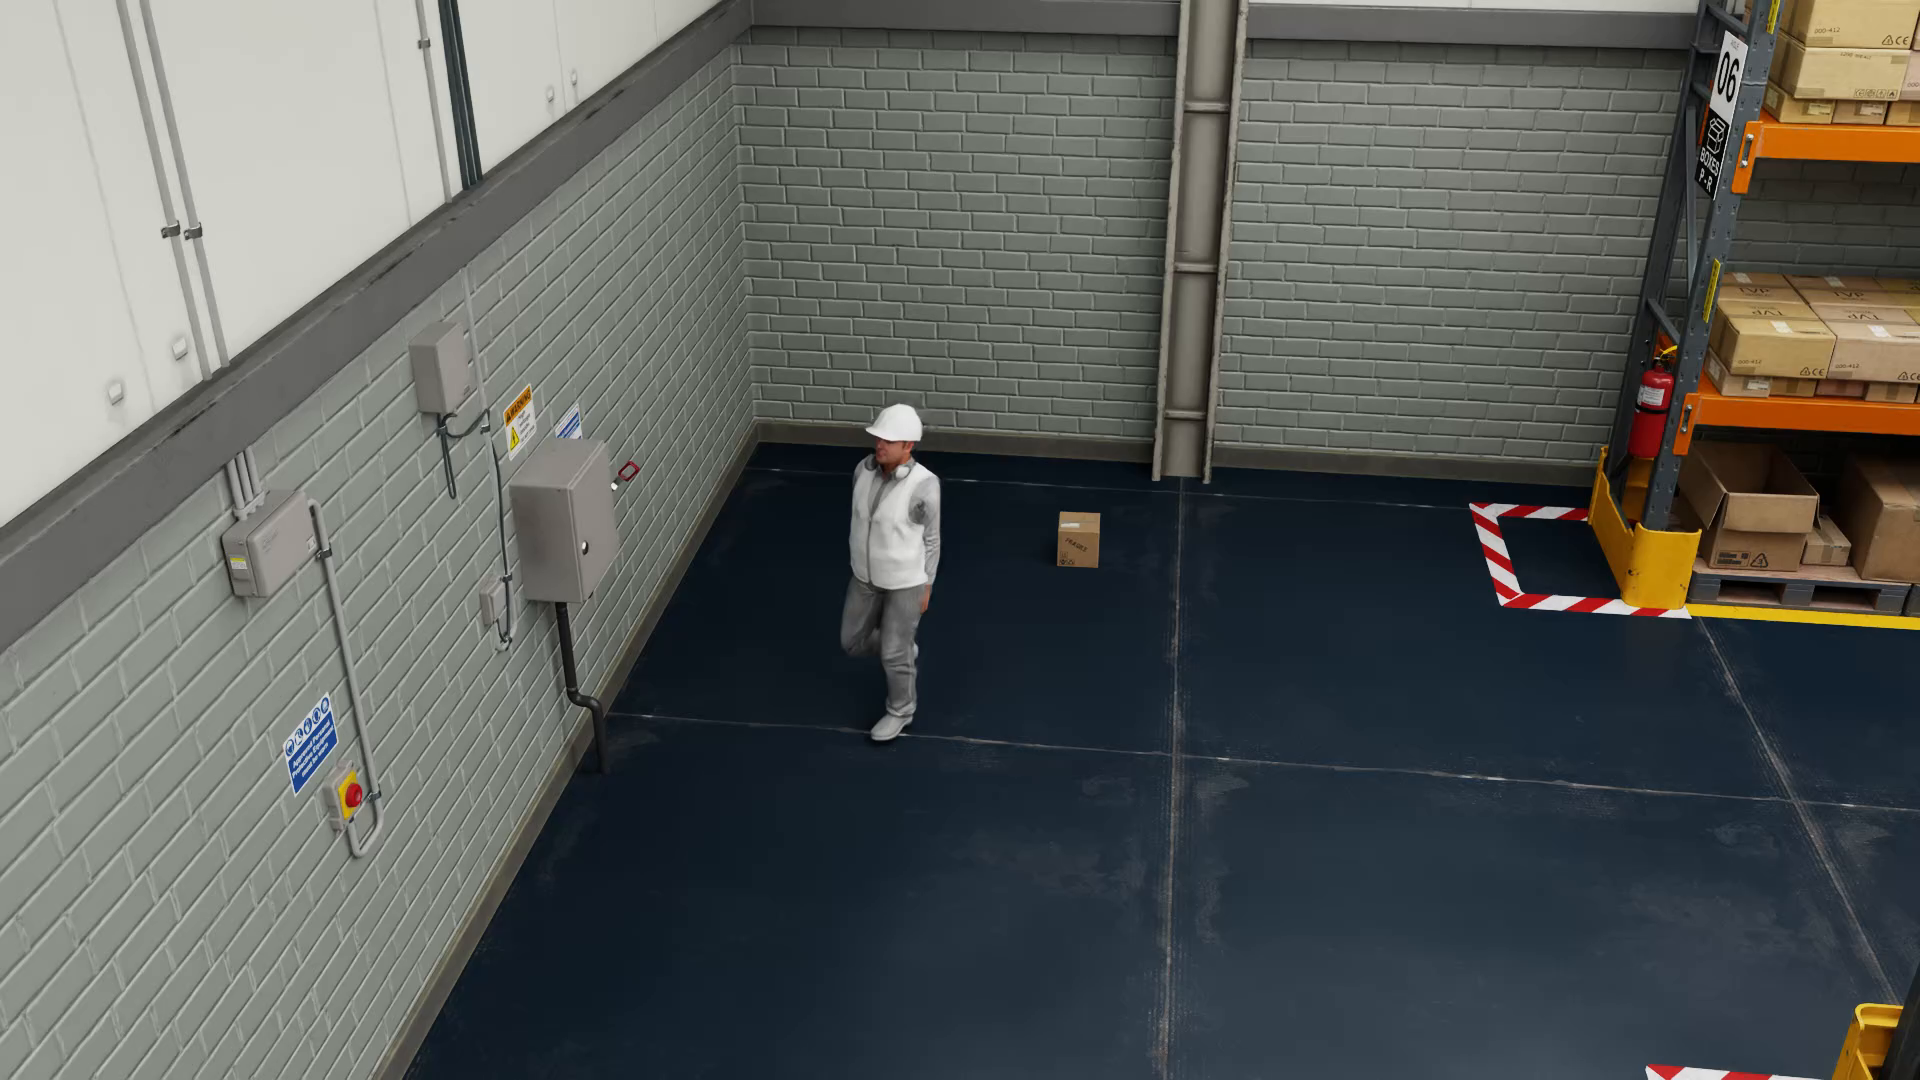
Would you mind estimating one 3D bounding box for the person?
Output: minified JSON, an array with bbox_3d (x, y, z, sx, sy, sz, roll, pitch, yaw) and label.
[{"bbox_3d":[-0.324,0.144,8.283,0.529,1.758,0.543,20,34,32],"label":"person"}]
